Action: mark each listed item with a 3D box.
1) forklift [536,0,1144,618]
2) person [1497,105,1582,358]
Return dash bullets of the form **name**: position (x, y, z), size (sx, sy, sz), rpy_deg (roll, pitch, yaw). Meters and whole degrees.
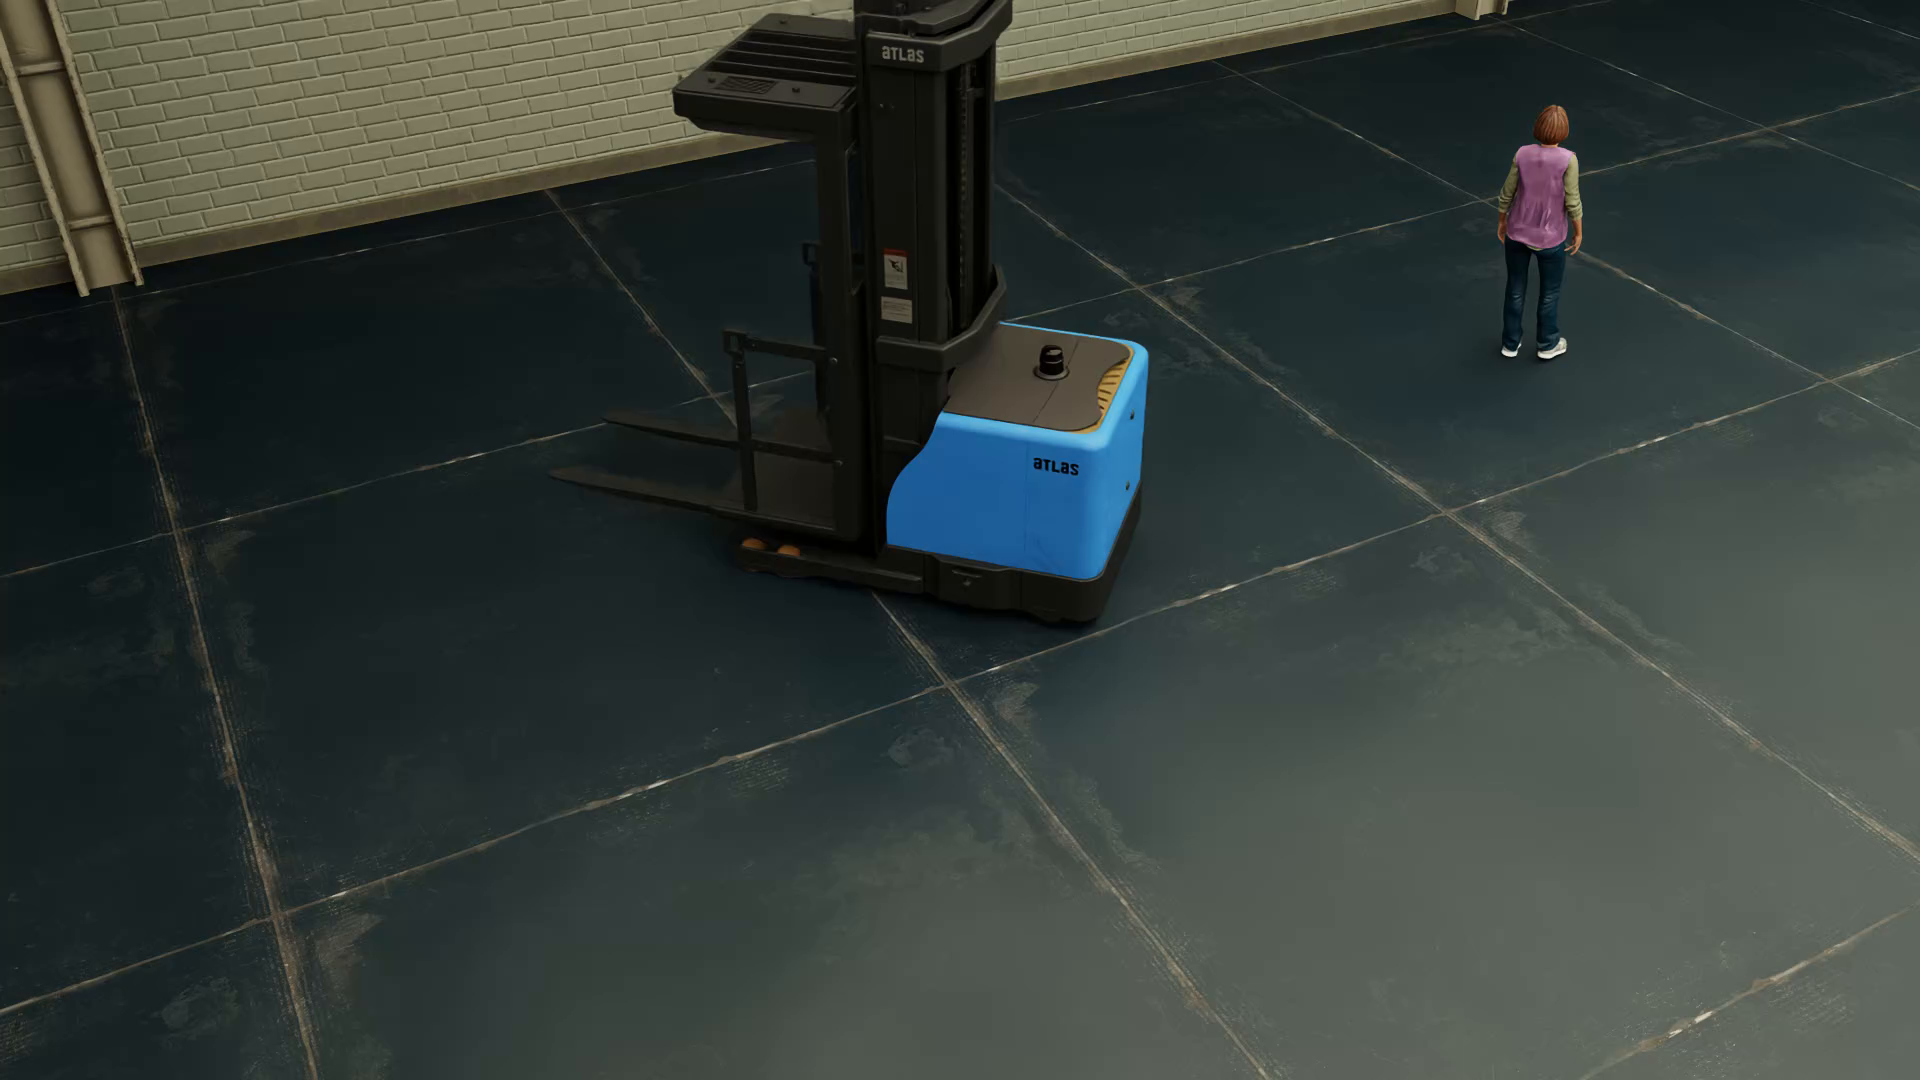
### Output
- **forklift**: position (-0.650, -1.252, 7.894), size (3.031, 2.935, 1.130), rpy_deg (7, 36, 10)
- **person**: position (3.445, -1.825, 9.849), size (0.519, 1.598, 0.474), rpy_deg (22, 41, 28)
